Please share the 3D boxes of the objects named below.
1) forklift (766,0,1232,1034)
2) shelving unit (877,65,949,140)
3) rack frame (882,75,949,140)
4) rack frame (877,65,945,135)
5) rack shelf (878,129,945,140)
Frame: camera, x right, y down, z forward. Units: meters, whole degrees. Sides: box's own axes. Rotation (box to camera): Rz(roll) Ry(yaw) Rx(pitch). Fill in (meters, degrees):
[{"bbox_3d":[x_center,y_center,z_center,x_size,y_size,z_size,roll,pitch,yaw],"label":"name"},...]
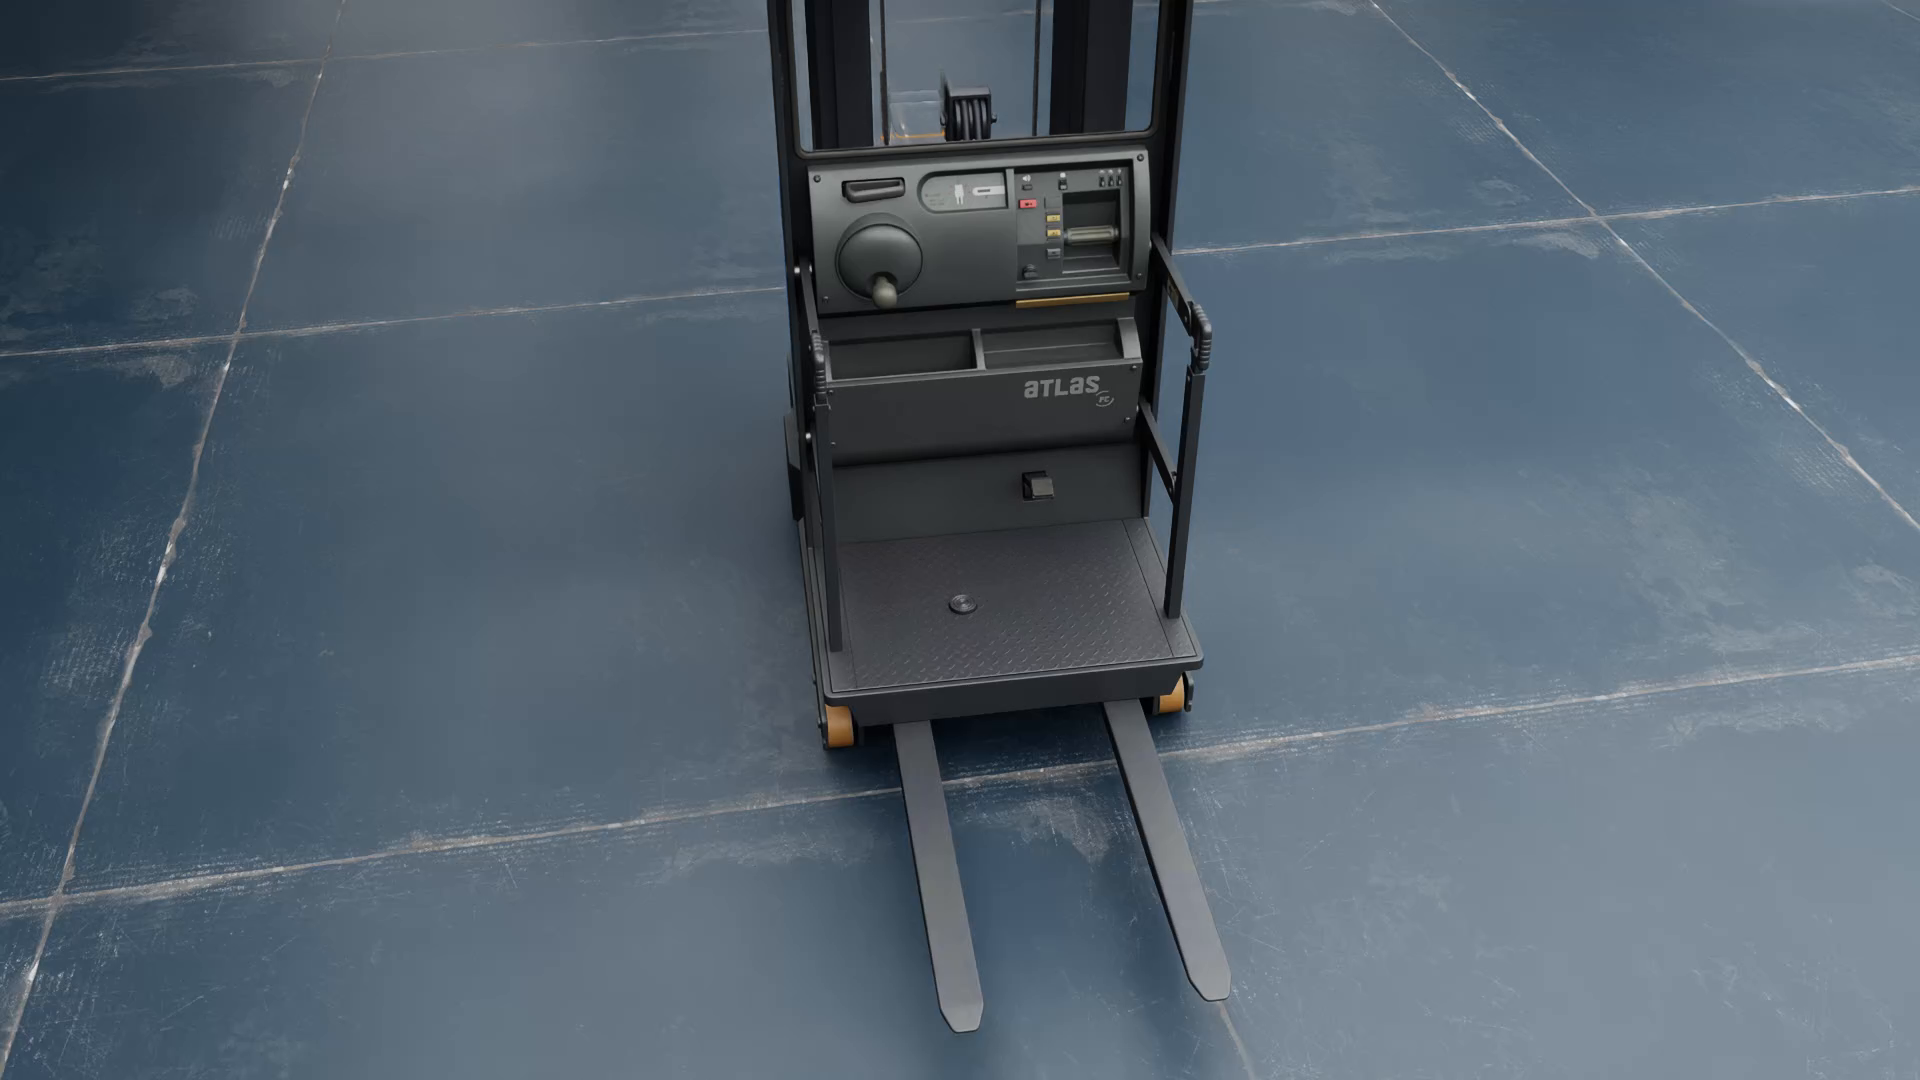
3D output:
[{"bbox_3d":[0.093,-0.775,4.358,1.130,2.935,3.031,-5,38,-7],"label":"forklift"},{"bbox_3d":[-0.155,-1.145,6.232,0.258,1.200,0.189,-5,28,-6],"label":"shelving unit"},{"bbox_3d":[-0.143,-1.103,6.152,0.240,1.200,0.006,-5,28,-6],"label":"rack frame"},{"bbox_3d":[-0.167,-1.186,6.313,0.240,1.200,0.006,-5,28,-6],"label":"rack frame"},{"bbox_3d":[-0.163,-1.425,6.087,0.258,0.103,0.180,-5,28,-6],"label":"rack shelf"}]
